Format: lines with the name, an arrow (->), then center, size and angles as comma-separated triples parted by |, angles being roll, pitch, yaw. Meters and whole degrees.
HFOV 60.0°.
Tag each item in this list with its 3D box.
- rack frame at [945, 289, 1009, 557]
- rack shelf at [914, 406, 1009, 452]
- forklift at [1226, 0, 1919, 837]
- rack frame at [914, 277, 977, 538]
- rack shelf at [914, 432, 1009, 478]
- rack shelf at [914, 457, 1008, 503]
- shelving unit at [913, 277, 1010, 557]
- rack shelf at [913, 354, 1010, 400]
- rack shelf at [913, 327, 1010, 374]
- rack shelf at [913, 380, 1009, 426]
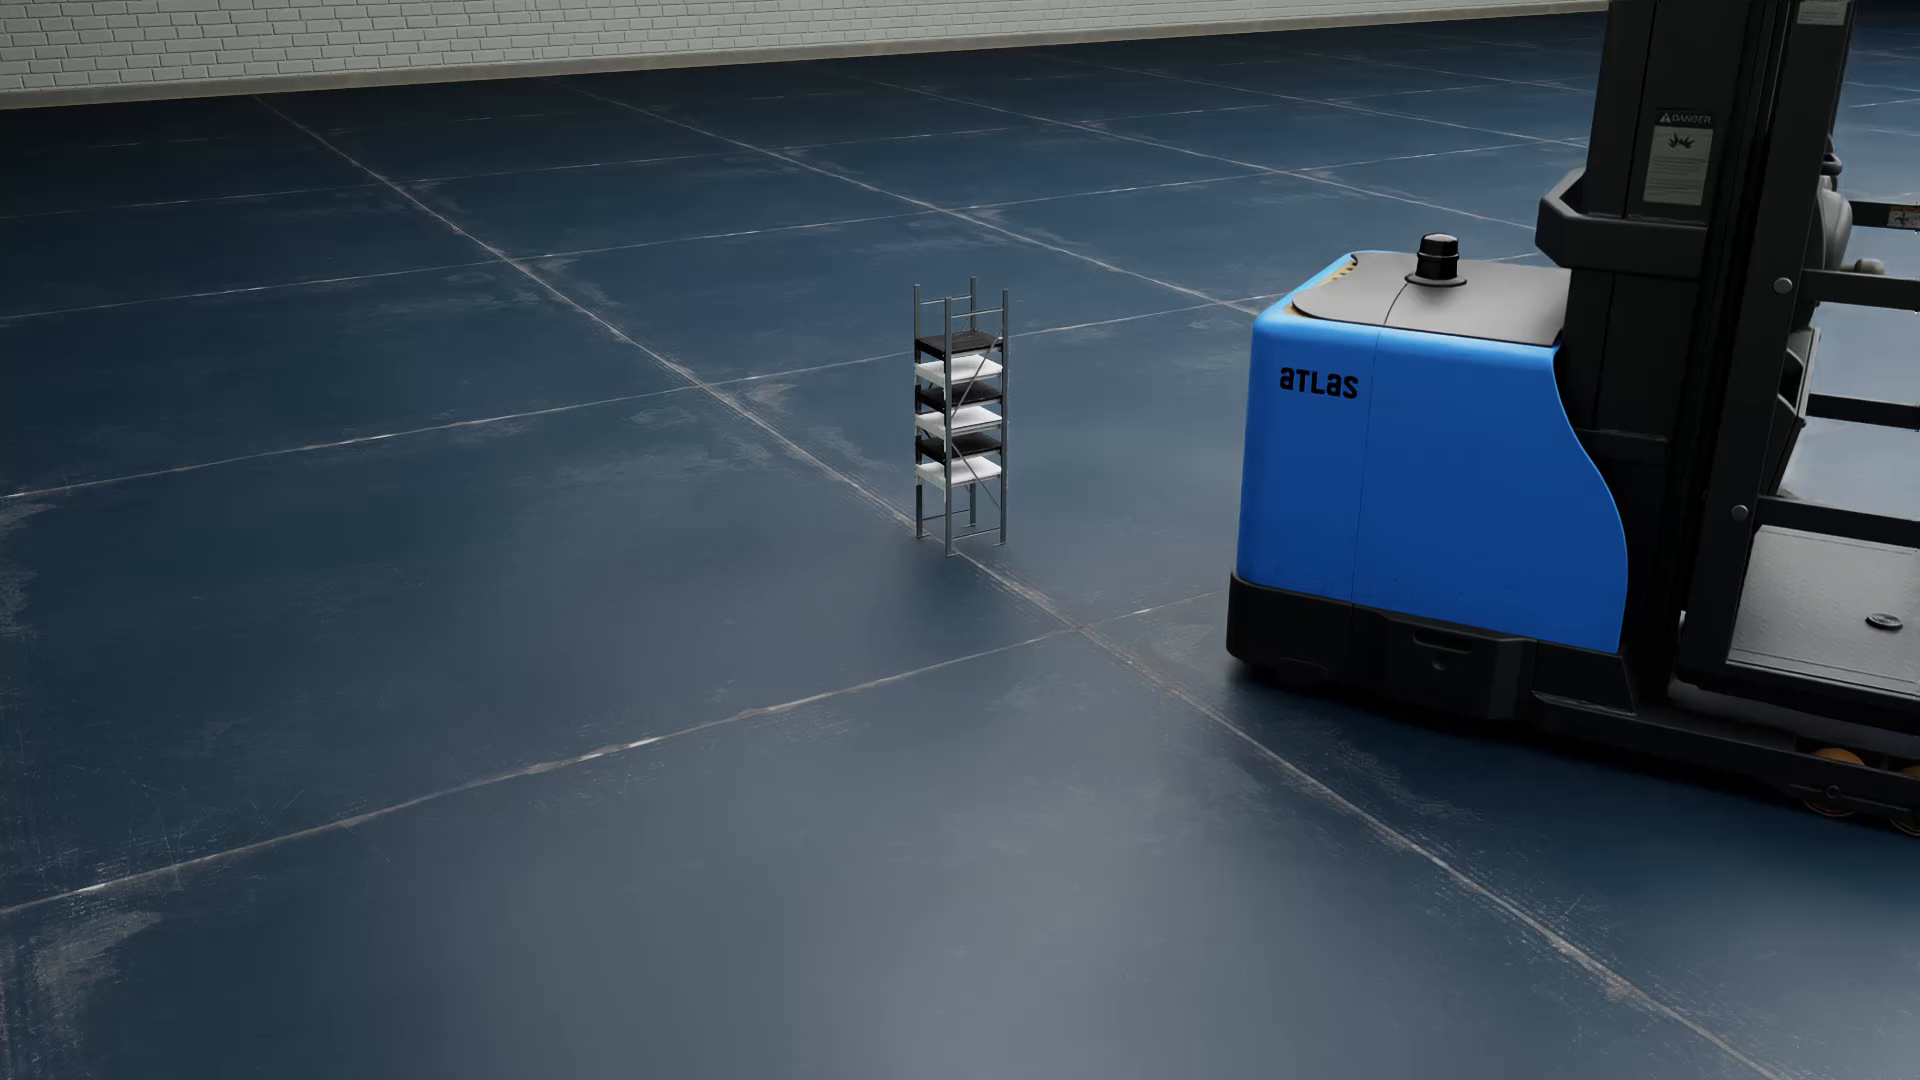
rack frame -> 0.056, -0.381, 5.555 | 0.240, 0.900, 0.006 | -13, 25, -28
rack shelf -> 0.004, -0.383, 5.648 | 0.258, 0.077, 0.200 | -13, 25, -28
forklift -> 2.322, -0.866, 4.050 | 3.031, 2.935, 1.130 | 11, 25, 26
rack frame -> -0.048, -0.447, 5.717 | 0.240, 0.900, 0.006 | -13, 25, -28
rack shelf -> 0.004, -0.300, 5.682 | 0.258, 0.077, 0.200 | -13, 25, -28
rack shelf -> 0.004, -0.217, 5.716 | 0.258, 0.077, 0.200 | -13, 25, -28
shelving unit -> 0.004, -0.414, 5.636 | 0.258, 0.900, 0.210 | -13, 25, -28
rack shelf -> 0.004, -0.550, 5.580 | 0.258, 0.077, 0.200 | -13, 25, -28
rack shelf -> 0.004, -0.633, 5.546 | 0.258, 0.077, 0.200 | -13, 25, -28
rack shelf -> 0.004, -0.467, 5.614 | 0.258, 0.077, 0.200 | -13, 25, -28
